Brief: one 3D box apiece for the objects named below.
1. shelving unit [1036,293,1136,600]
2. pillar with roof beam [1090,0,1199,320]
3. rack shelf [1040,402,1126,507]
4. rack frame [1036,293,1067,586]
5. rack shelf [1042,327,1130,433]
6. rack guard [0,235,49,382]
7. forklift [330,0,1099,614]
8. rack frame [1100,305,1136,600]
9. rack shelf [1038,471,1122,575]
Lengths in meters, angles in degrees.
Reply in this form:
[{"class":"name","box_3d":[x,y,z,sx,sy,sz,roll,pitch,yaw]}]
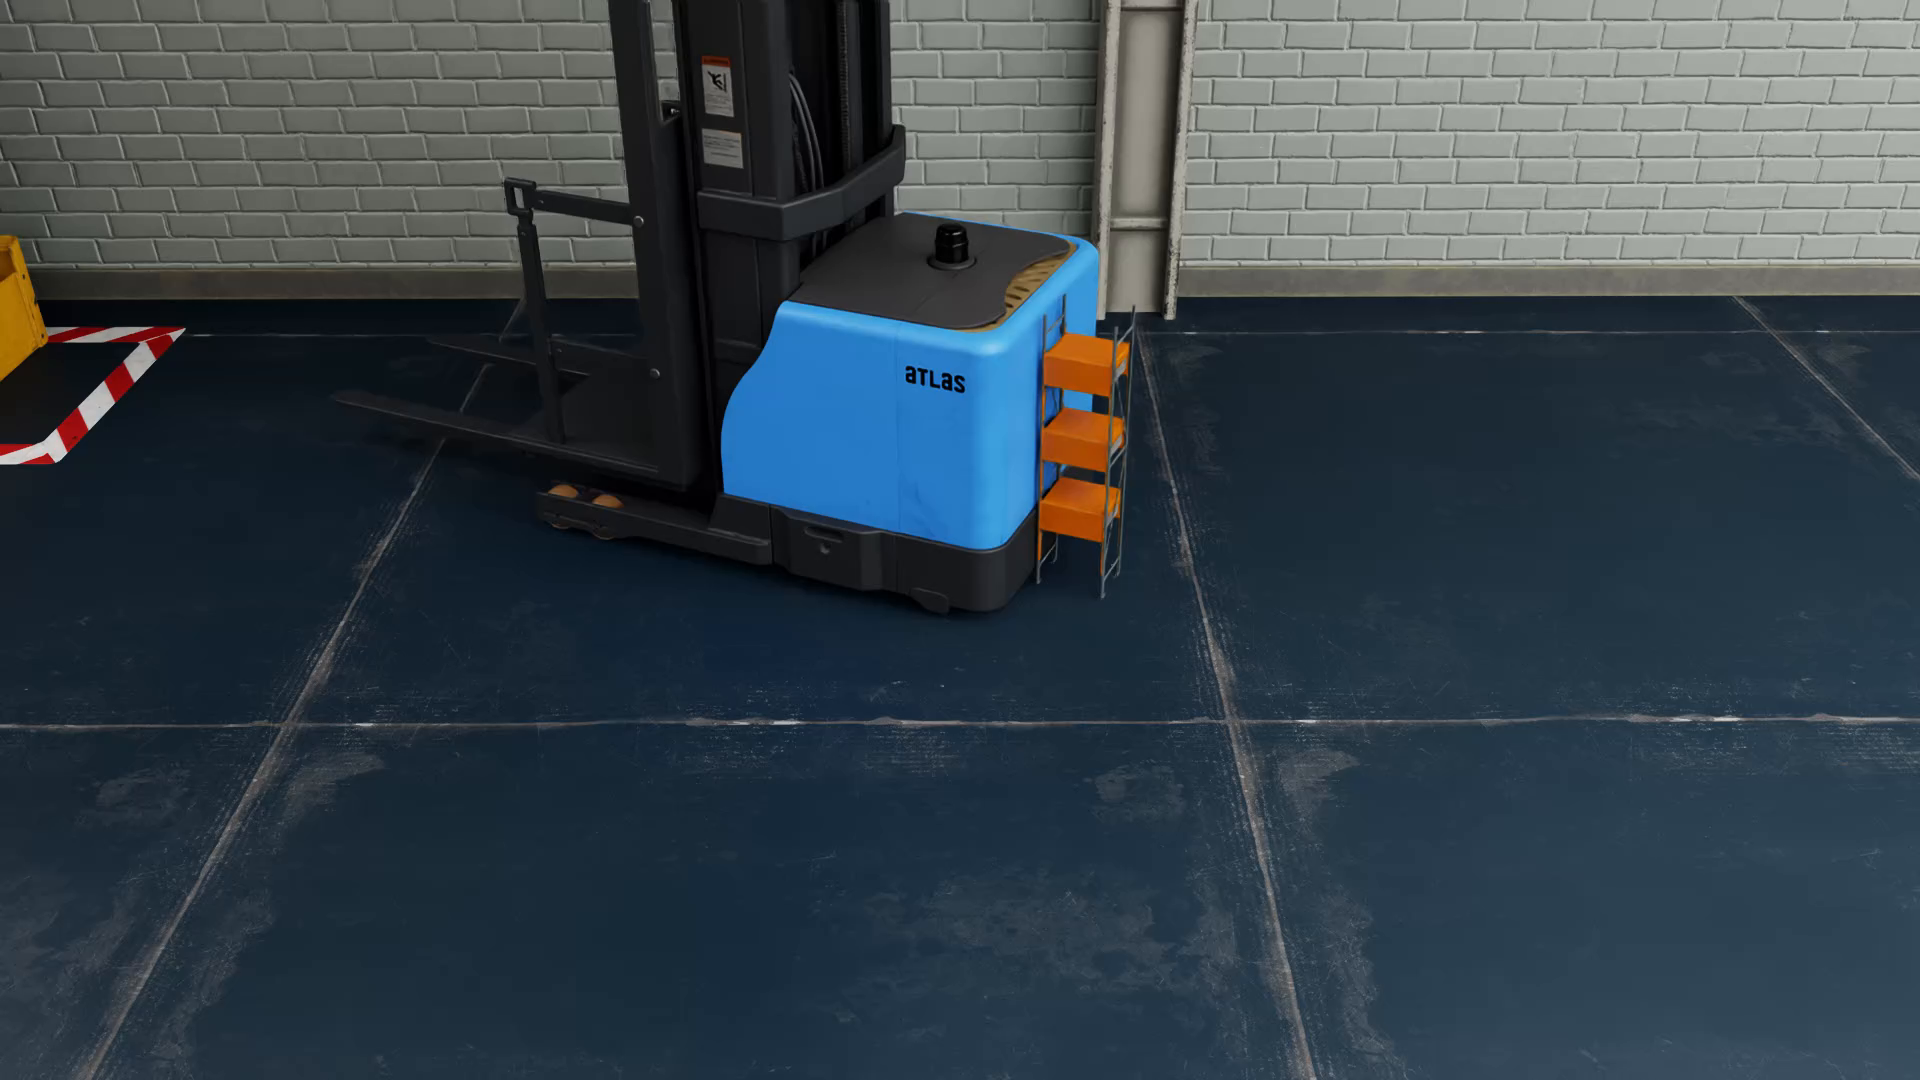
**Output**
[{"class":"shelving unit","box_3d":[0.428,-0.308,5.745,0.252,1.050,0.215,13,33,20]},{"class":"pillar with roof beam","box_3d":[0.863,-2.755,2.116,0.400,9.000,9.100,0,31,0]},{"class":"rack shelf","box_3d":[0.428,-0.299,5.751,0.240,0.259,0.215,13,33,20]},{"class":"rack frame","box_3d":[0.316,-0.333,5.787,0.008,1.050,0.200,13,33,20]},{"class":"rack shelf","box_3d":[0.428,-0.541,5.603,0.240,0.259,0.215,13,33,20]},{"class":"rack guard","box_3d":[-4.437,-0.871,7.203,0.348,0.500,1.175,0,31,0]},{"class":"forklift","box_3d":[-1.052,-1.490,5.881,3.031,2.935,1.130,13,33,20]},{"class":"rack frame","box_3d":[0.539,-0.283,5.703,0.008,1.050,0.200,13,33,20]},{"class":"rack shelf","box_3d":[0.428,-0.061,5.895,0.240,0.259,0.215,13,33,20]}]
